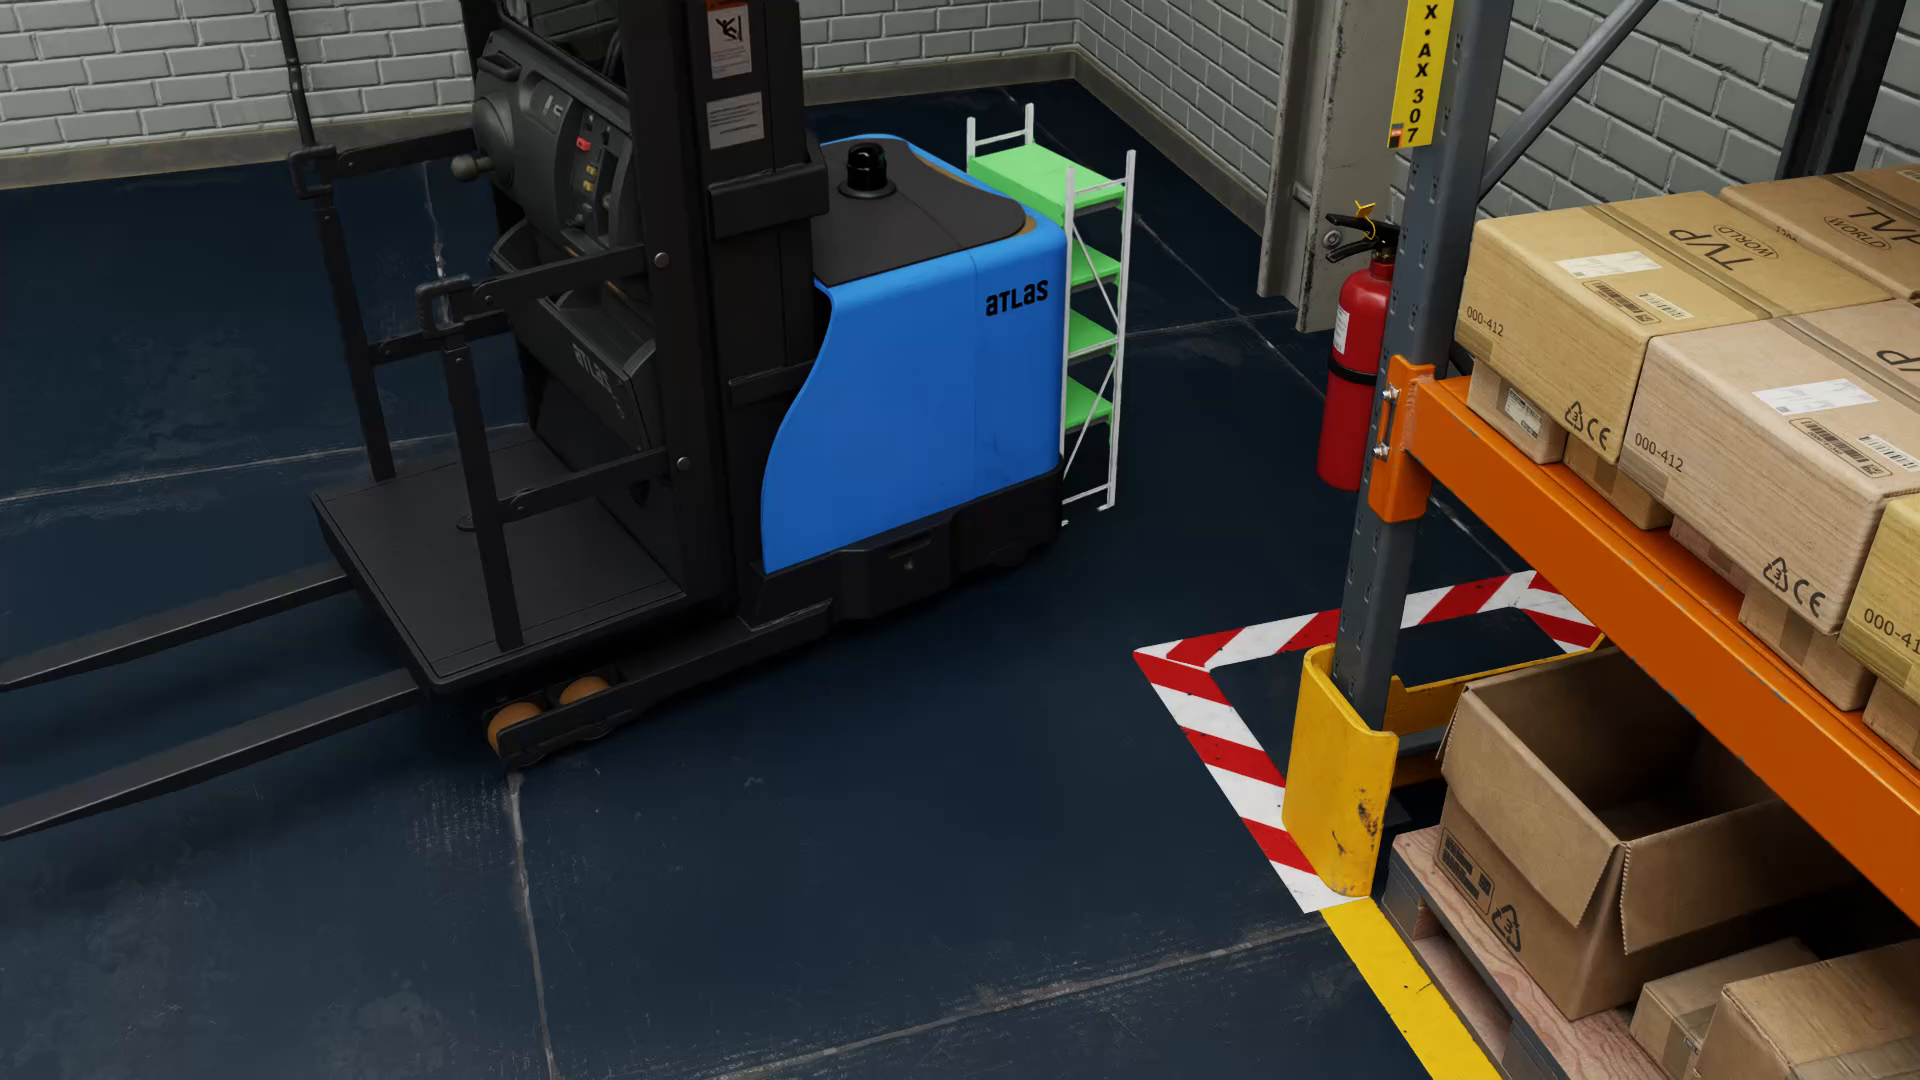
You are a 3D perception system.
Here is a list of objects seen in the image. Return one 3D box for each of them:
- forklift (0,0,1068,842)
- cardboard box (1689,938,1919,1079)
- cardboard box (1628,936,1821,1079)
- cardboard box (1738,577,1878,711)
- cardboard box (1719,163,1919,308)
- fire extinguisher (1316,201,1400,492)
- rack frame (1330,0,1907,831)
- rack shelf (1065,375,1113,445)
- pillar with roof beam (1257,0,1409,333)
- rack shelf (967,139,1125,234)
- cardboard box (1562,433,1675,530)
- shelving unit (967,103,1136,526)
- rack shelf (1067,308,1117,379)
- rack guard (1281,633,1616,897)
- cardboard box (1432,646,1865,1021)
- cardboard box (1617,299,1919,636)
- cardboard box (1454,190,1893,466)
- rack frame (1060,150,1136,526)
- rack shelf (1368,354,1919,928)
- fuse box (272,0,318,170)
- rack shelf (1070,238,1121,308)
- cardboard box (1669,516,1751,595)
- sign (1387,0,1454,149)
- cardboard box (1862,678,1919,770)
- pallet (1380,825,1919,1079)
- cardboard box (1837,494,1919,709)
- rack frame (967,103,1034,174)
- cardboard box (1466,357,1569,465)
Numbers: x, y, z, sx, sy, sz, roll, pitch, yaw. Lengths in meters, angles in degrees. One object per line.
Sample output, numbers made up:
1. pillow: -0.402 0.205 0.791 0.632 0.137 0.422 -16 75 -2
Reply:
1. forklift: -1.191 -0.963 4.048 3.031 2.935 1.130 -20 39 -28
2. cardboard box: 1.698 1.041 2.840 0.700 0.500 0.500 -9 34 -13
3. cardboard box: 1.567 0.962 3.278 0.380 0.149 0.250 -11 35 -17
4. cardboard box: 1.471 0.106 2.597 0.380 0.149 0.250 -9 34 -13
5. cardboard box: 1.771 -0.483 3.127 0.500 0.250 0.500 -9 35 -13
6. fire extinguisher: 0.893 -0.430 3.589 0.296 0.674 0.183 -10 35 -15
7. rack frame: 1.378 -0.619 3.465 1.000 3.000 0.127 -10 35 -15
8. rack shelf: 0.262 -0.435 5.372 0.258 0.148 0.480 -21 39 -28
9. pillar with roof beam: -2.686 -3.965 3.088 9.100 9.000 0.400 -10 35 -15
10. rack shelf: 0.262 -1.036 4.975 0.258 0.148 0.480 -21 39 -28
11. cardboard box: 1.339 -0.169 3.013 0.380 0.149 0.250 -9 35 -14
12. shelving unit: 0.262 -0.689 5.204 0.258 1.200 0.503 -21 39 -28
13. rack shelf: 0.262 -0.635 5.239 0.258 0.148 0.480 -21 39 -28
14. rack guard: 1.401 0.464 4.094 1.175 0.500 0.348 -10 35 -15
15. cardboard box: 1.475 0.585 3.528 0.797 0.503 0.637 -11 35 -17
16. cardboard box: 1.414 -0.132 2.595 0.500 0.250 0.500 -10 35 -14
17. cardboard box: 1.260 -0.397 2.996 0.500 0.250 0.500 -10 35 -14
18. rack frame: 0.401 -0.578 5.036 0.240 1.200 0.015 -21 39 -28
19. rack shelf: 1.988 0.732 2.075 1.077 0.370 4.000 -10 35 -15
20. fuse box: -3.045 -2.478 7.447 0.539 1.711 0.414 -10 35 -15
21. rack shelf: 0.262 -0.836 5.107 0.258 0.148 0.480 -21 39 -28
22. cardboard box: 1.452 -0.037 2.813 0.380 0.149 0.250 -10 35 -15
23. sign: 0.861 -0.889 3.089 0.100 0.325 0.005 -10 35 -15
24. cardboard box: 1.557 0.244 2.387 0.380 0.149 0.250 -9 35 -14
25. pallet: 1.645 1.003 3.541 1.003 0.211 1.213 -10 35 -15
26. cardboard box: 1.572 0.134 2.193 0.500 0.250 0.500 -11 35 -16
27. rack frame: 0.124 -0.799 5.372 0.240 1.200 0.015 -21 39 -28
28. cardboard box: 1.217 -0.295 3.204 0.380 0.149 0.250 -10 35 -15
